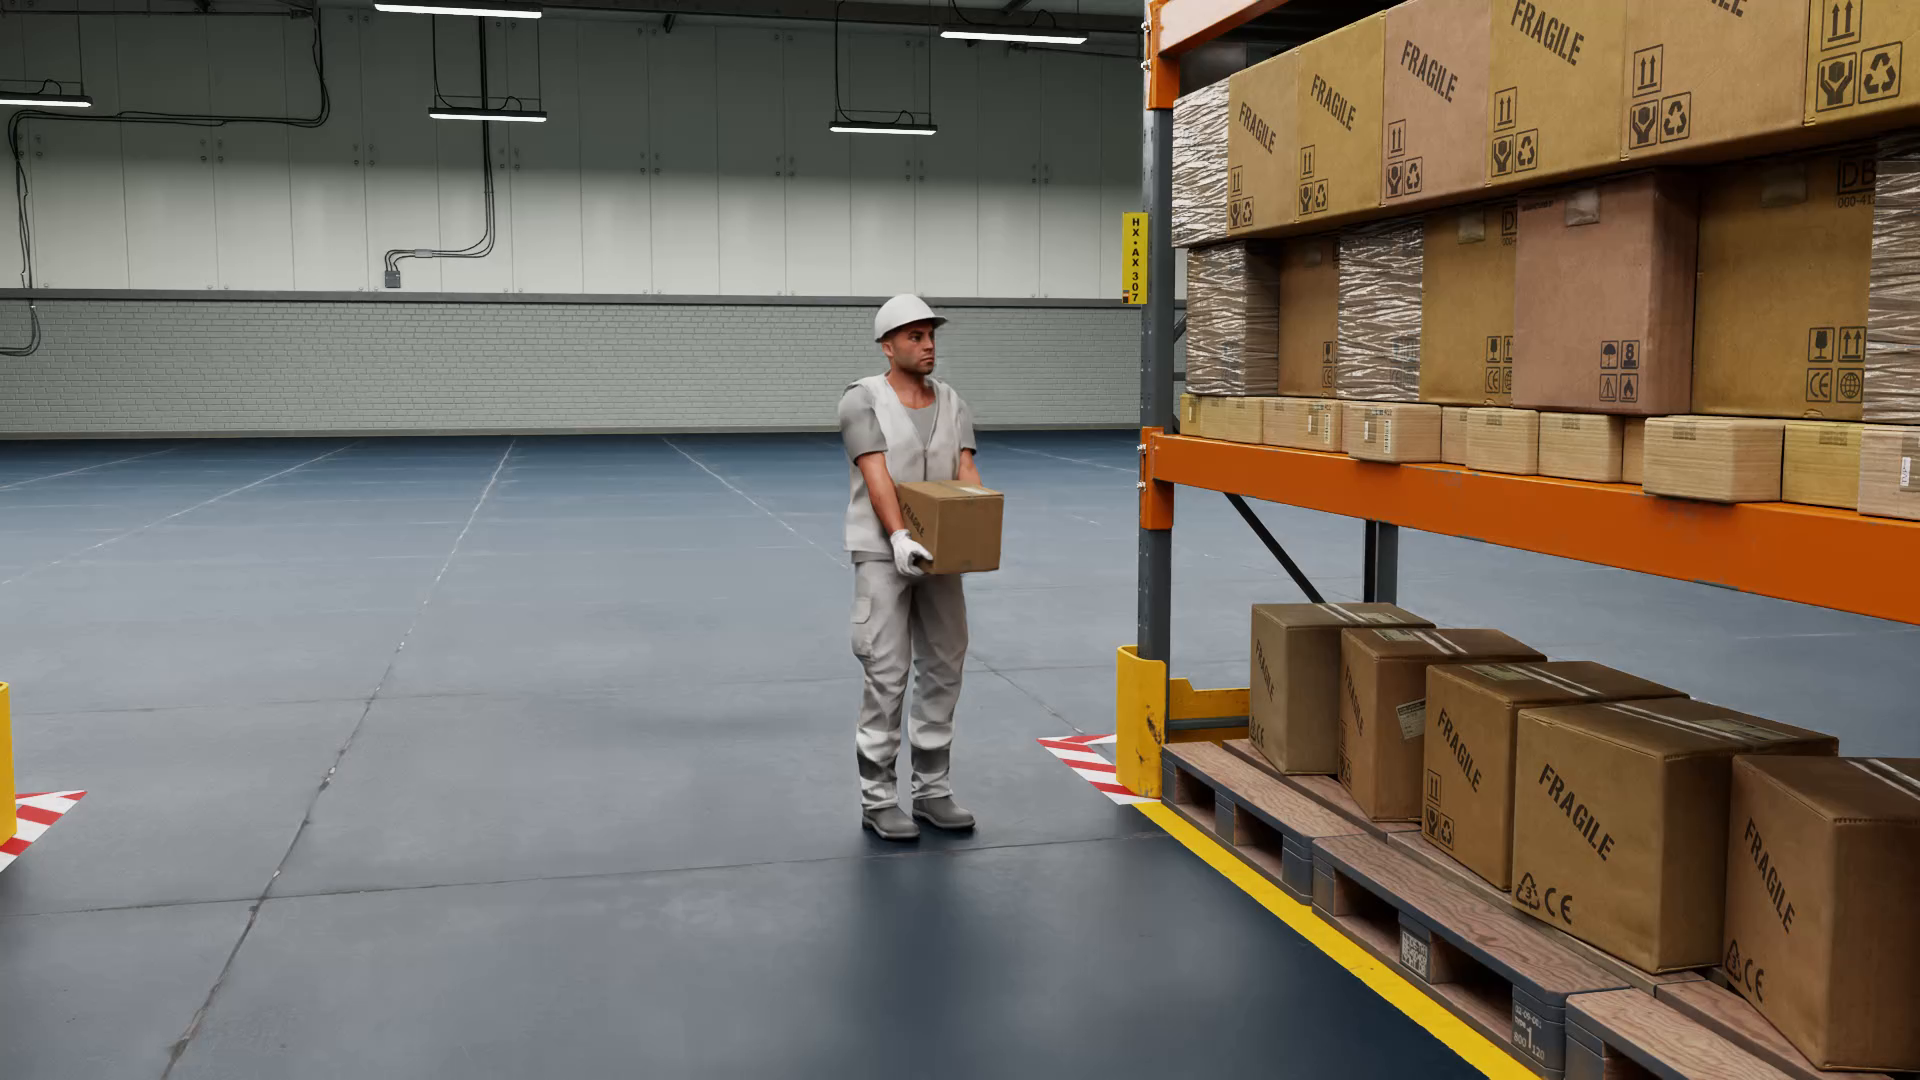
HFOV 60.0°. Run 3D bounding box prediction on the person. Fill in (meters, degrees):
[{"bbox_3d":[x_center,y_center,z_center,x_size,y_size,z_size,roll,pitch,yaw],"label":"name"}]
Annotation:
[{"bbox_3d":[-0.127,0.082,5.501,0.474,1.787,0.561,-4,7,-33],"label":"person"}]
